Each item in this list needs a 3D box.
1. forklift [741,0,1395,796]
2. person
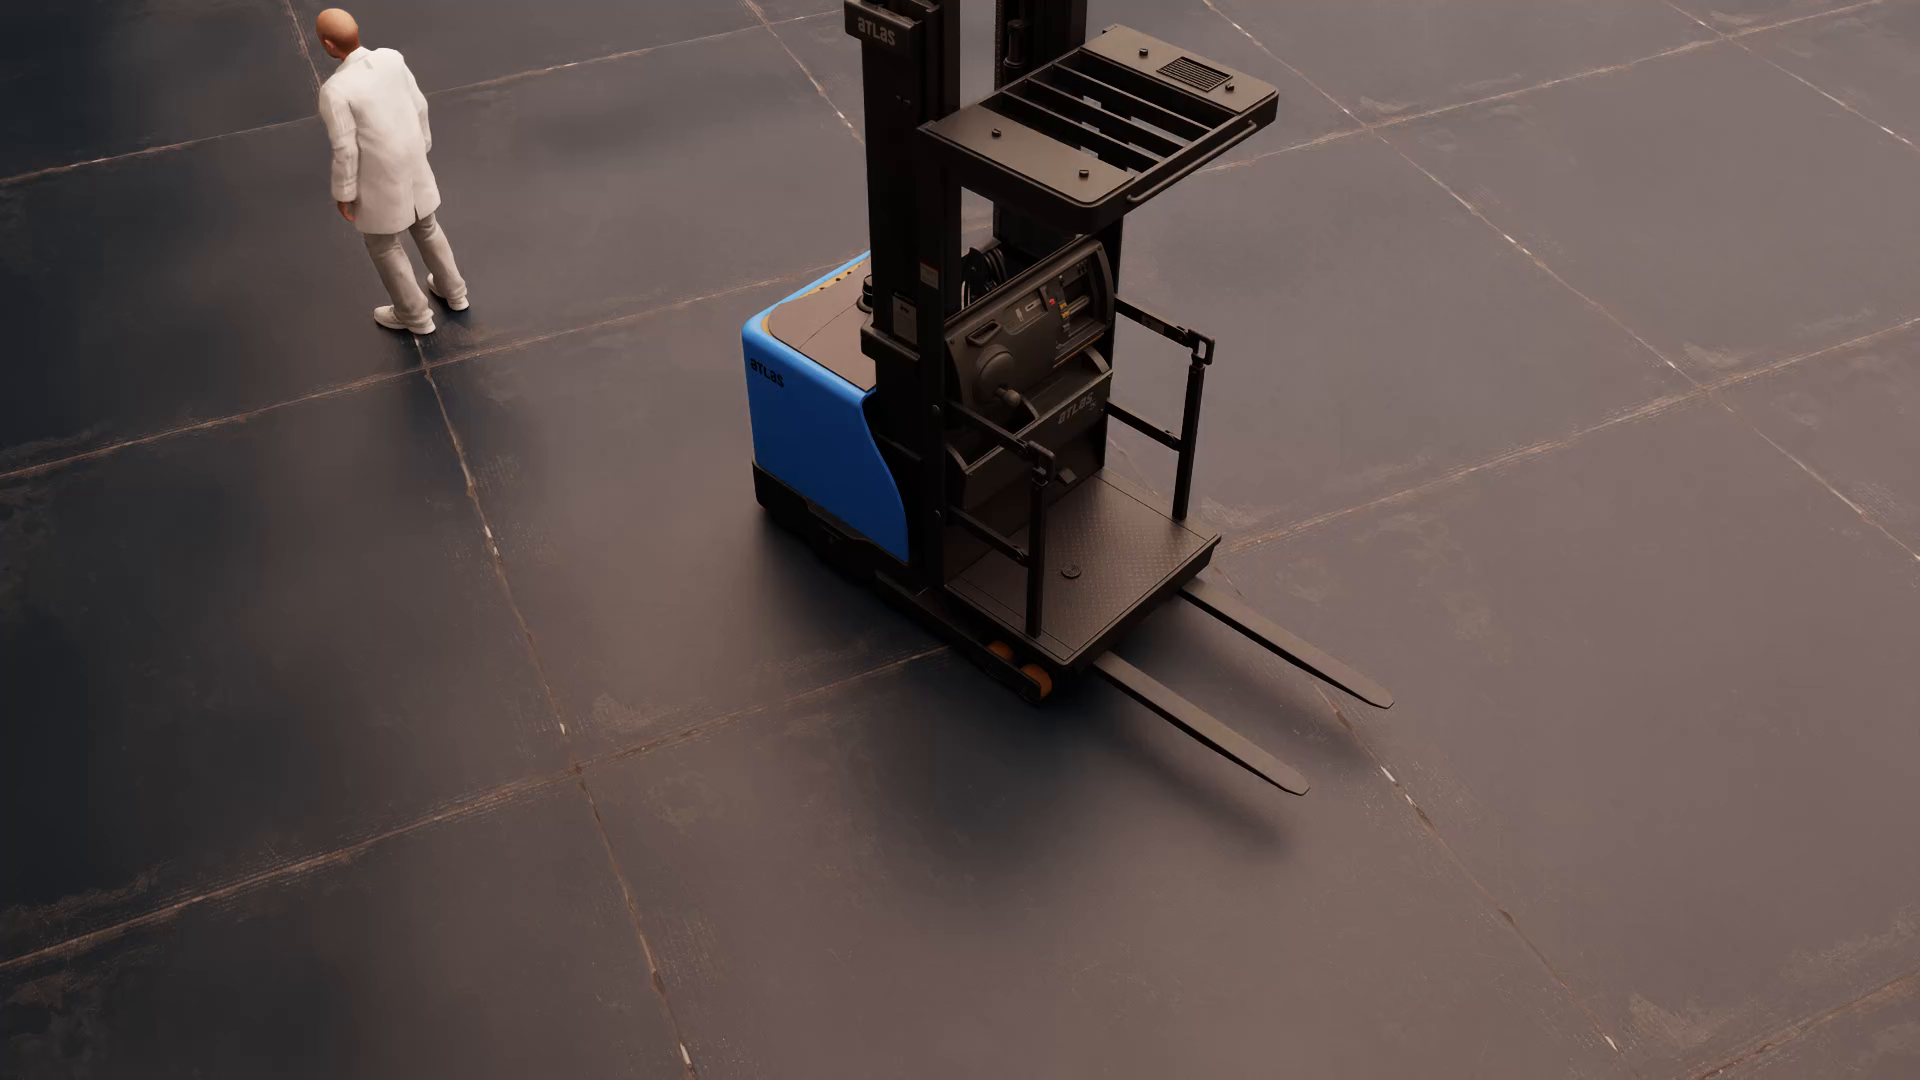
[{"bbox_3d":[0.445,-0.788,6.525,3.031,2.935,1.130,32,52,30],"label":"forklift"},{"bbox_3d":[-2.951,-1.878,8.540,0.425,1.775,0.656,22,47,22],"label":"person"}]
